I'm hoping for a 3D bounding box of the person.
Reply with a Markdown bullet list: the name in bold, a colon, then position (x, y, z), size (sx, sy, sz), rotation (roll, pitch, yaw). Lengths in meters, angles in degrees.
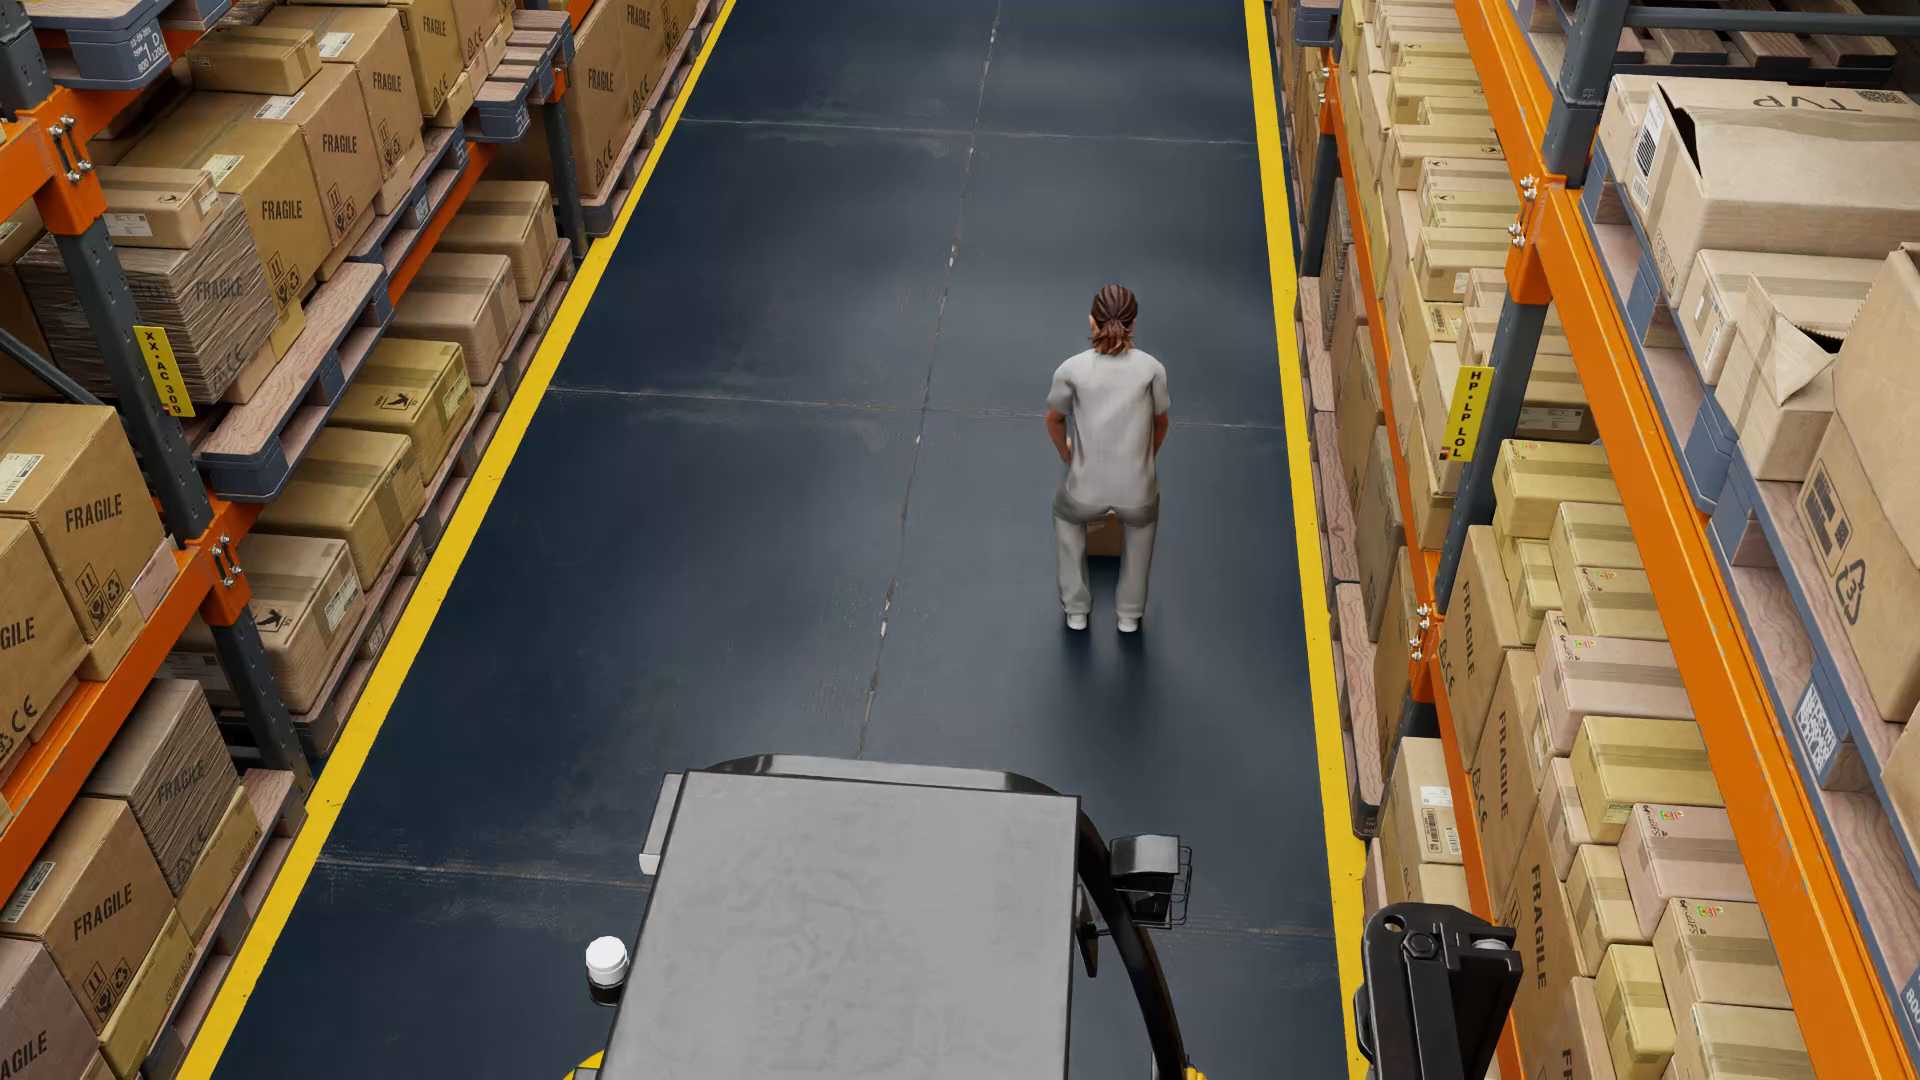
- **person**: position (0.576, -0.289, 6.665), size (0.488, 1.469, 0.575), rotation (4, 40, 4)
